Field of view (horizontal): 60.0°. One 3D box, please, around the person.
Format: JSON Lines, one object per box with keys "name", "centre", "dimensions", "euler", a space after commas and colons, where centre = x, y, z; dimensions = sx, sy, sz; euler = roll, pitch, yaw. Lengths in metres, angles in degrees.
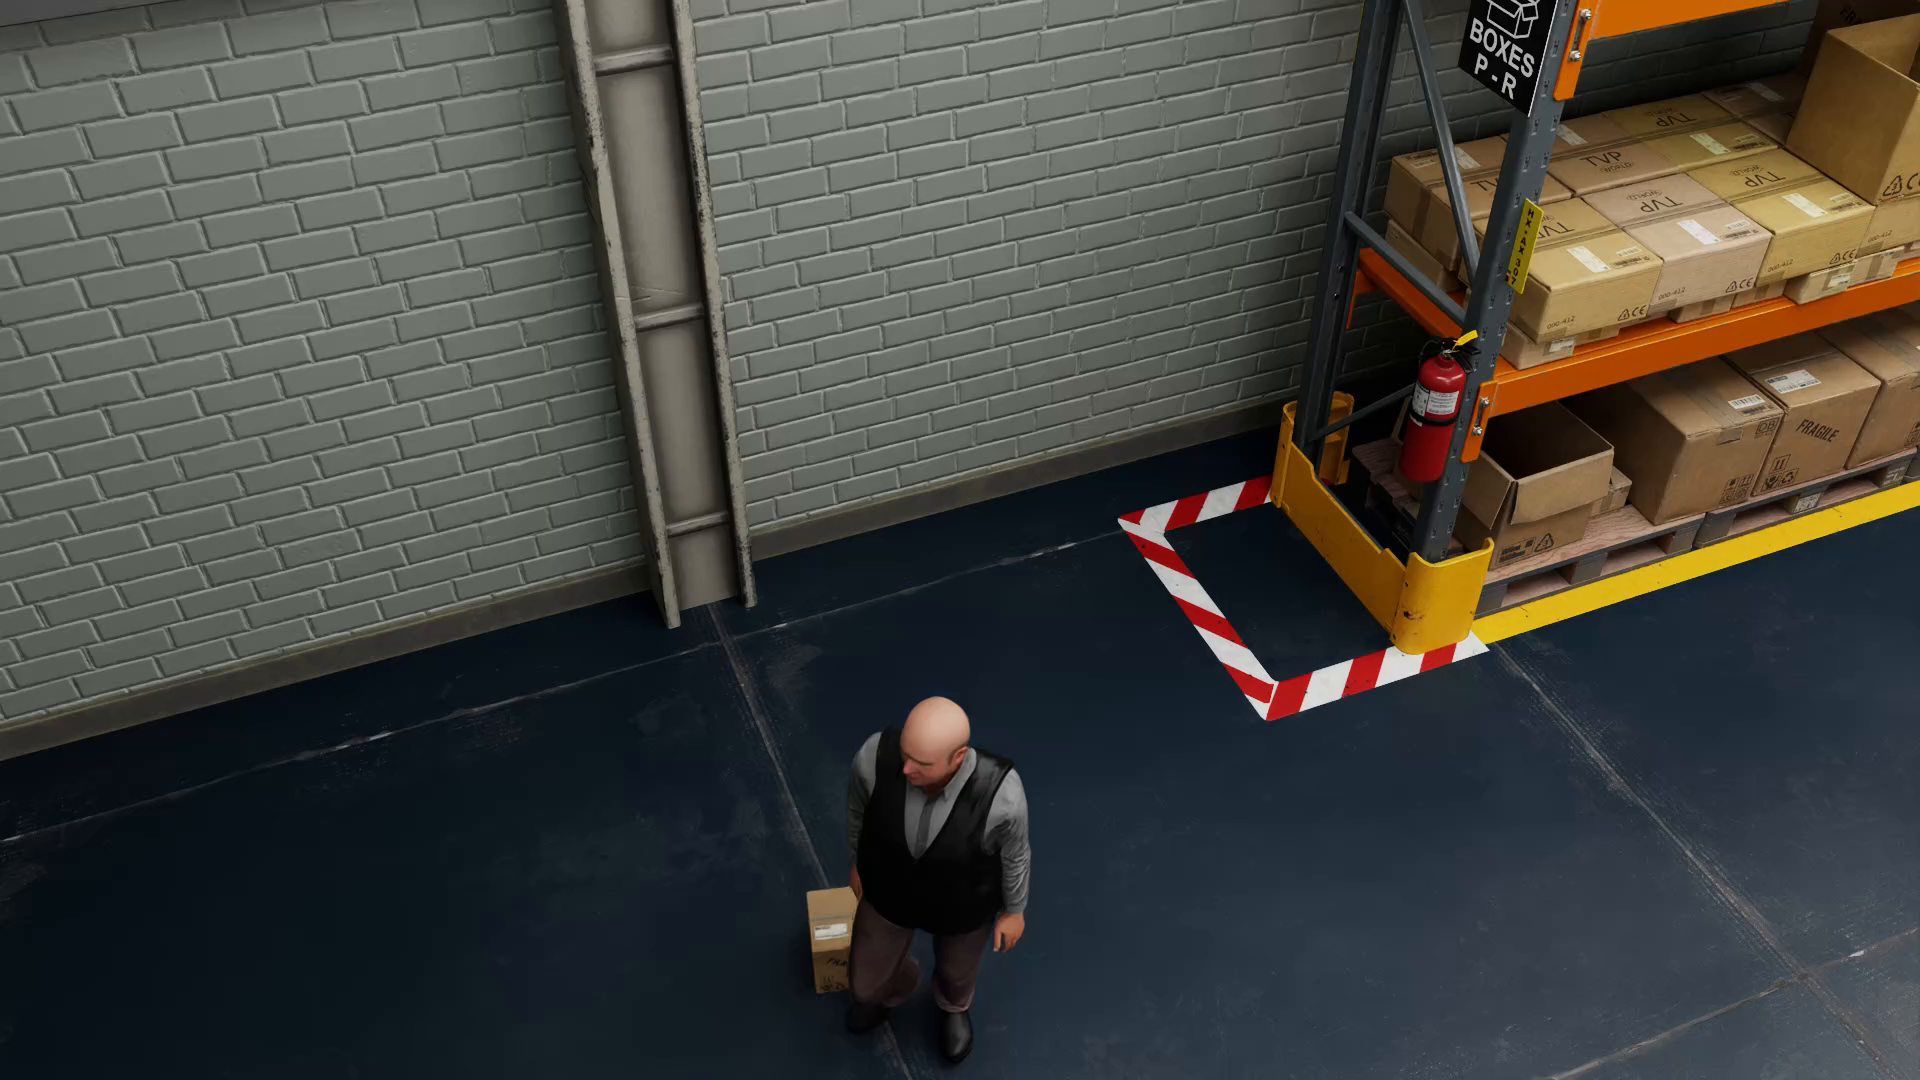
{"name": "person", "centre": [-0.086, 1.026, 4.988], "dimensions": [0.605, 1.709, 0.453], "euler": [9, 42, 10]}
